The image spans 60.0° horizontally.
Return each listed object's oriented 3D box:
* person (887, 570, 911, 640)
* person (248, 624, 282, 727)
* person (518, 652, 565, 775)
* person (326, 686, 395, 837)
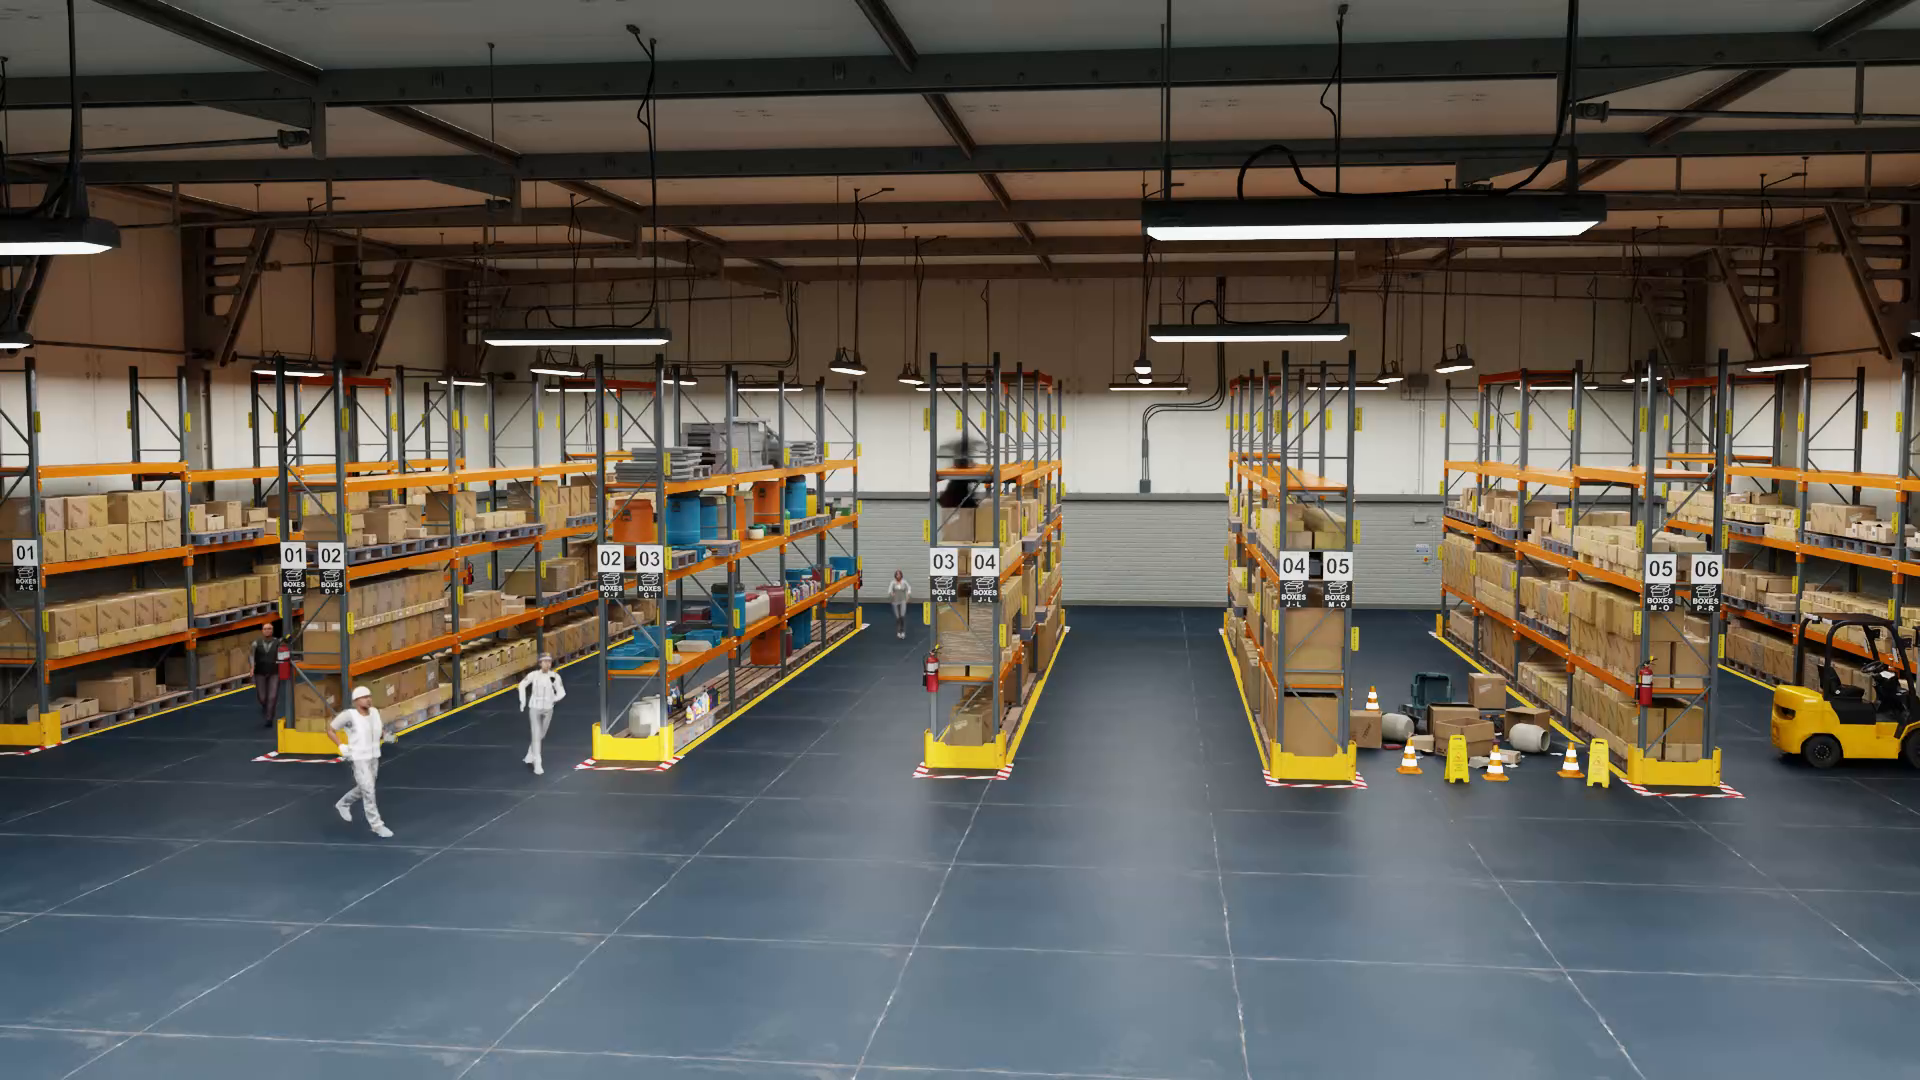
[{"bbox_3d":[-1.411,1.495,38.370,0.524,1.613,0.681,0,4,3],"label":"person"},{"bbox_3d":[-11.425,2.222,27.510,0.659,1.678,0.678,-1,4,-17],"label":"person"},{"bbox_3d":[-6.012,2.462,23.998,0.629,1.686,0.863,-2,4,-25],"label":"person"},{"bbox_3d":[-7.273,2.670,20.248,0.989,1.791,0.682,2,4,25],"label":"person"}]
